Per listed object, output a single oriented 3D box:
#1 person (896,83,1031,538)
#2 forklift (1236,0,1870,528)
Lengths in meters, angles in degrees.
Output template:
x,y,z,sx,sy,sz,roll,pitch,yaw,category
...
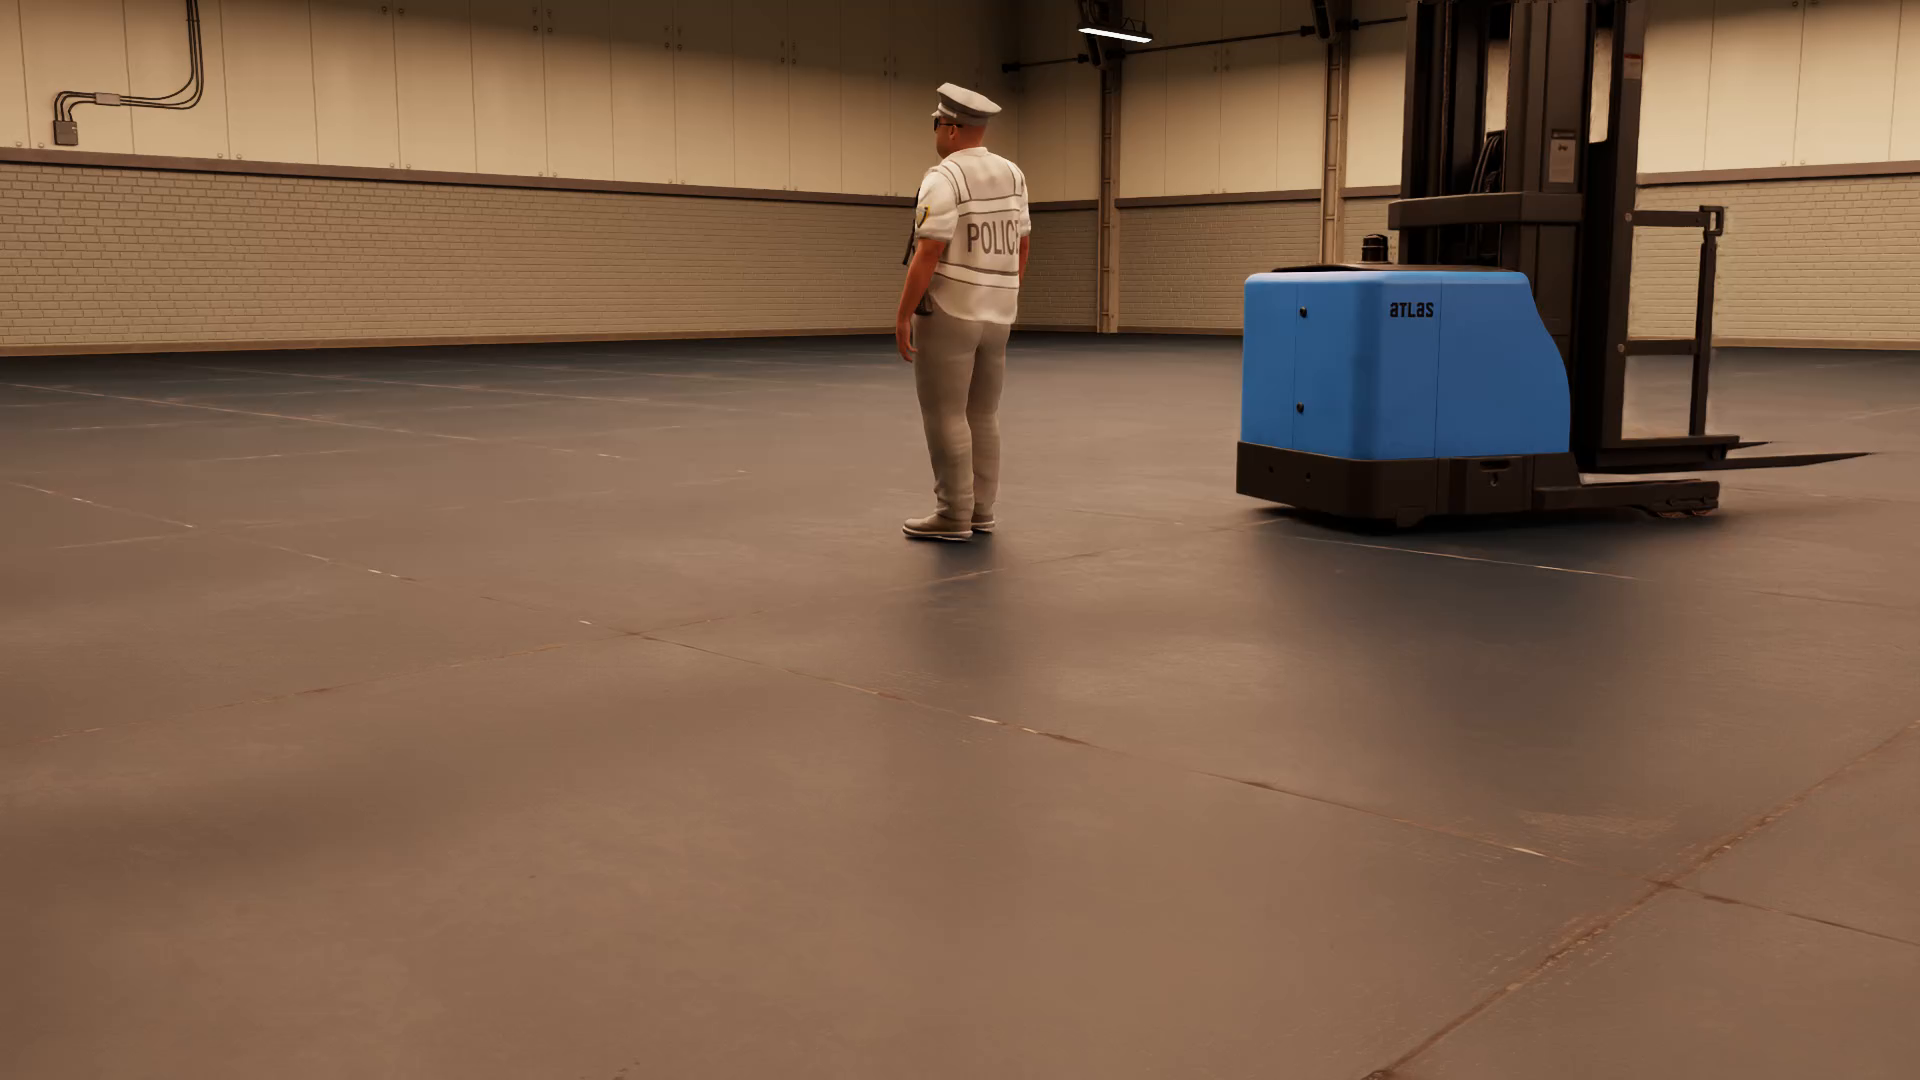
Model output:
x,y,z,sx,sy,sz,roll,pitch,yaw,category
-0.048,-0.898,6.645,0.574,1.780,0.641,8,12,43,person
2.846,-1.612,7.580,3.031,2.935,1.130,-3,9,-21,forklift
